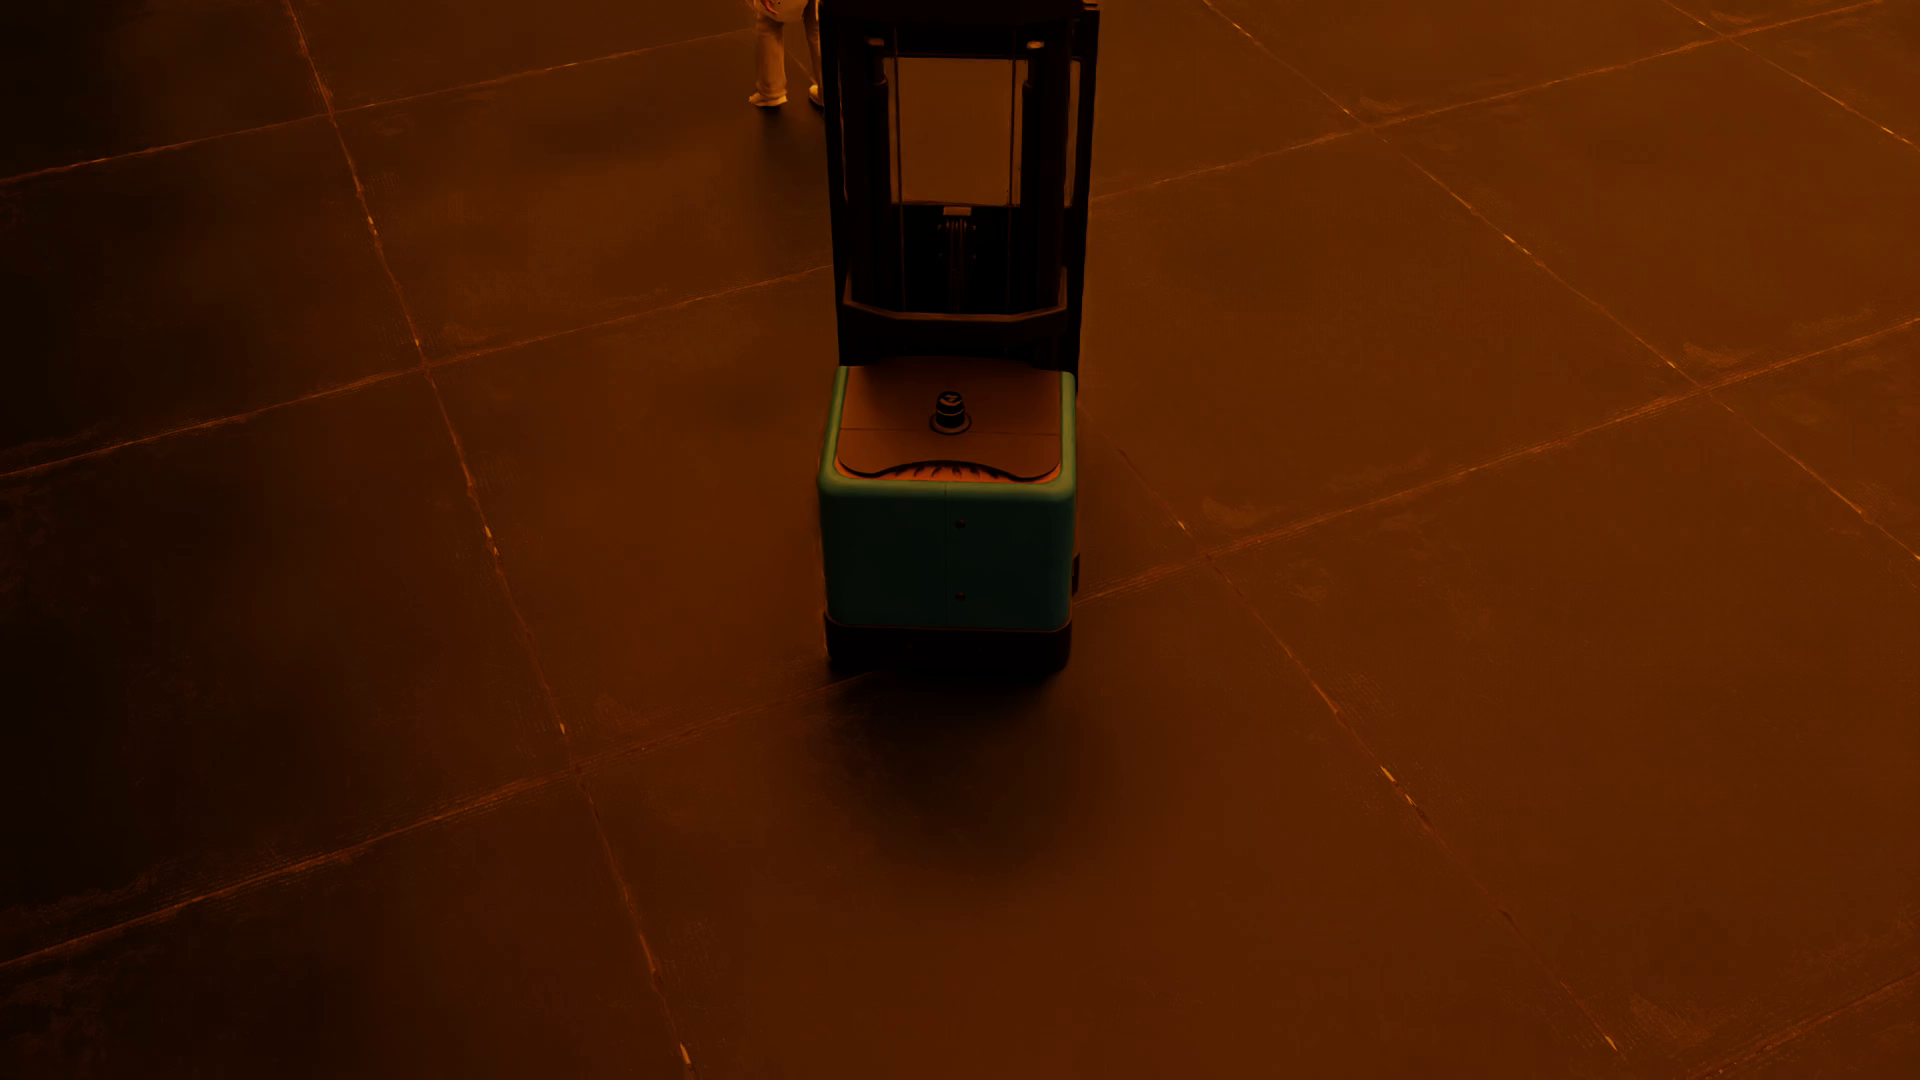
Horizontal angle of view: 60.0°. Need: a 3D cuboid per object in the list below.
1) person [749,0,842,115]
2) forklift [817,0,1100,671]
[{"bbox_3d":[-1.021,-3.495,10.329,0.685,1.825,0.606,-24,48,-24],"label":"person"},{"bbox_3d":[0.006,-1.501,7.288,1.130,2.935,3.031,2,43,2],"label":"forklift"}]
